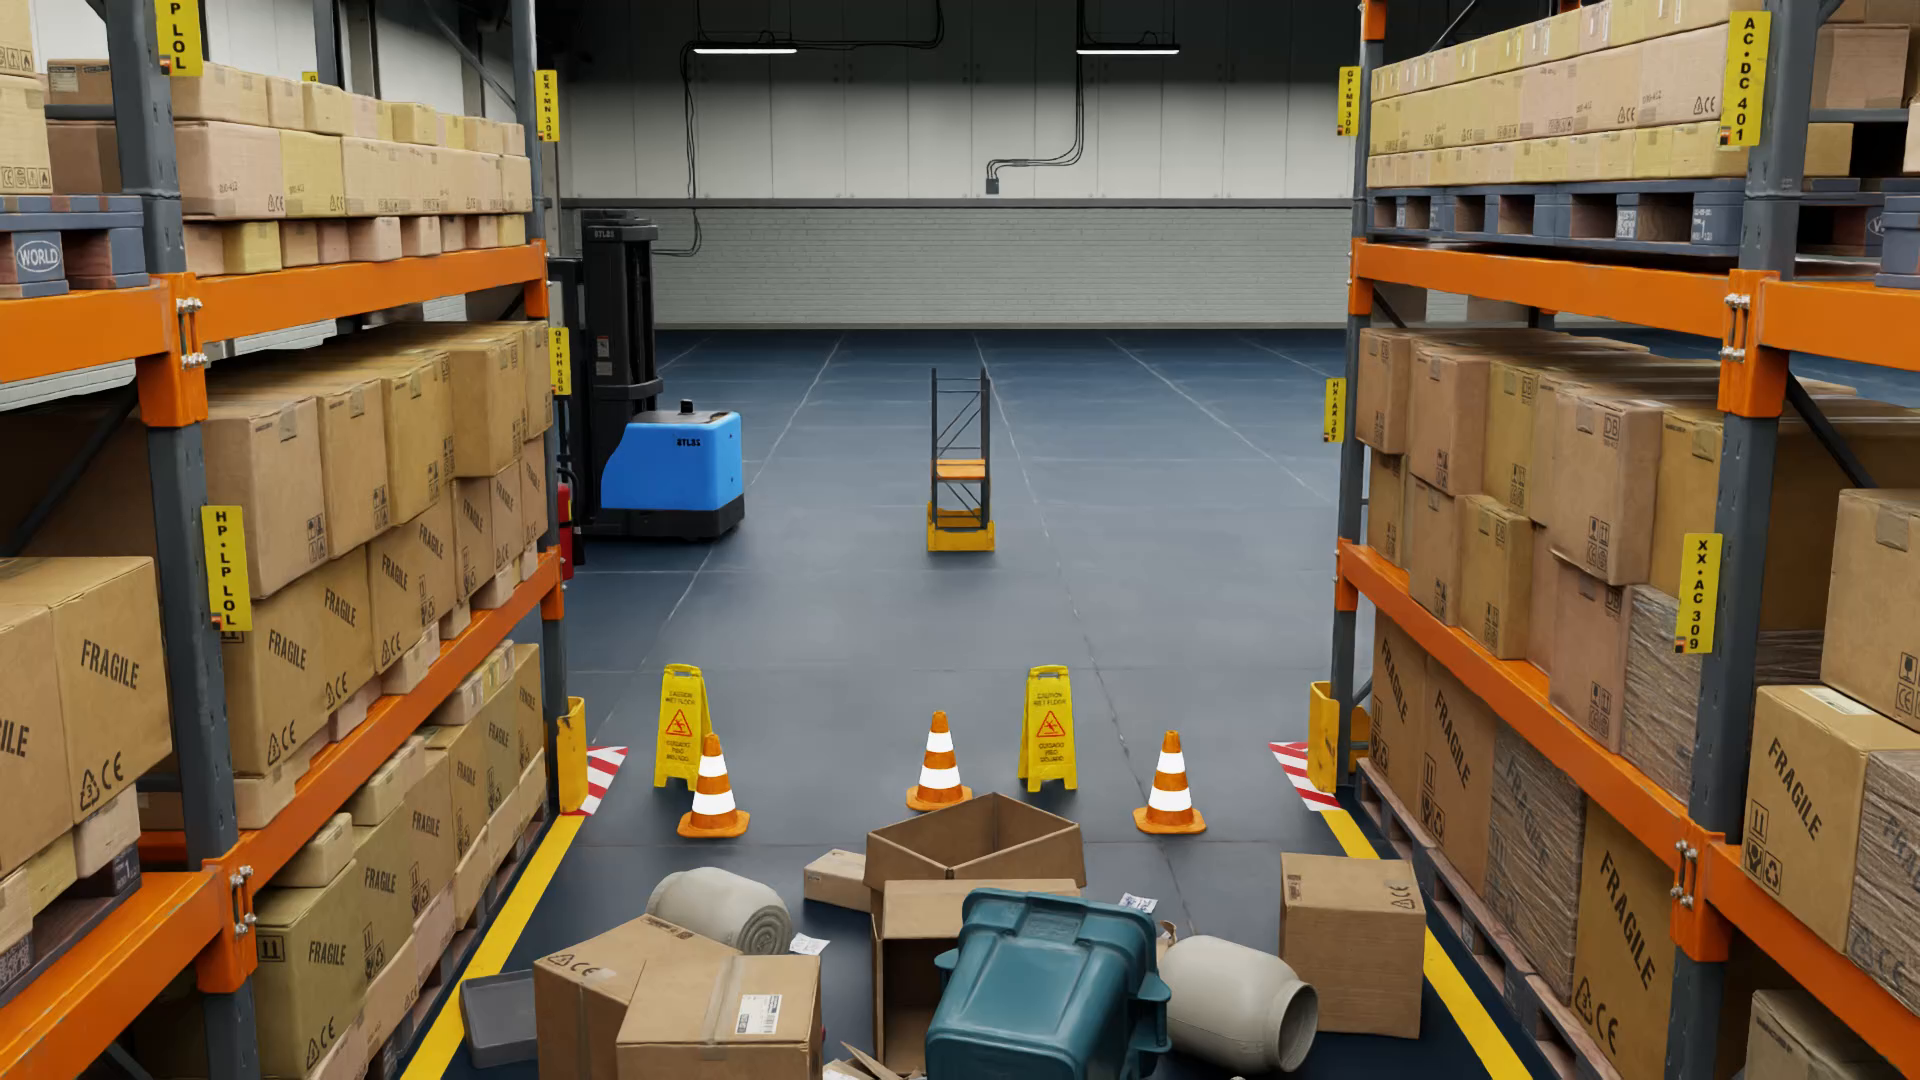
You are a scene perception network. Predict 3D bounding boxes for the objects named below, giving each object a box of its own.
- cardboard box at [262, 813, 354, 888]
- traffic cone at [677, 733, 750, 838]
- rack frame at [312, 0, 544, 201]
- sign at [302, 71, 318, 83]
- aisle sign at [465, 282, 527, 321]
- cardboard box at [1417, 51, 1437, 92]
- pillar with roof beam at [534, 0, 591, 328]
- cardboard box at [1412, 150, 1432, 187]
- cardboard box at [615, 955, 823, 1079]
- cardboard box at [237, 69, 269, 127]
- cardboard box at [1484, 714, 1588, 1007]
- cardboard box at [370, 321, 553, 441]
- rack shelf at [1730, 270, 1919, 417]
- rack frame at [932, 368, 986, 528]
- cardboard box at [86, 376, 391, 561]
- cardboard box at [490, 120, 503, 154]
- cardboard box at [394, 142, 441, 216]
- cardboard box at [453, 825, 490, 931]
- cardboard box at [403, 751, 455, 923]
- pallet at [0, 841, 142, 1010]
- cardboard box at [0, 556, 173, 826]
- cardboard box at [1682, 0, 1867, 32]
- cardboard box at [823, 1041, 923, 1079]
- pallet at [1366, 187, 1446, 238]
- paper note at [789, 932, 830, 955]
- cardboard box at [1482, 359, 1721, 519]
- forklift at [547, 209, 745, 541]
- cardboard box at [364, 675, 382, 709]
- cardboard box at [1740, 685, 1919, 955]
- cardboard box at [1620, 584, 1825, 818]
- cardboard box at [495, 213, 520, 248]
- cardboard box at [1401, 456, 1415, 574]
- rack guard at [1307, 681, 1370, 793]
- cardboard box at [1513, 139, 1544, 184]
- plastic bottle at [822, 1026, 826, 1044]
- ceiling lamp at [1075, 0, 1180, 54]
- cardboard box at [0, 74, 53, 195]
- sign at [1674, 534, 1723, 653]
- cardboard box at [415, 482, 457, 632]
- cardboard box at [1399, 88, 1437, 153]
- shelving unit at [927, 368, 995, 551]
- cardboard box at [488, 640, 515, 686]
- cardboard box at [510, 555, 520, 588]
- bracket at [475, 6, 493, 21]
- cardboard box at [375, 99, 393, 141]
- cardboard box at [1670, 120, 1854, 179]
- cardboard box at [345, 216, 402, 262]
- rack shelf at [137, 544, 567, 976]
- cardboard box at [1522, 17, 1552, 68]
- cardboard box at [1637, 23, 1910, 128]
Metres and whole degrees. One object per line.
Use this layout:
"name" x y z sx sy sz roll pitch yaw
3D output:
"cardboard box" -2.109 0.957 5.140 0.380 0.149 0.250 0 11 0
"traffic cone" -1.208 1.172 8.117 0.336 0.463 0.334 0 11 -1
"rack frame" -2.507 -3.091 7.663 1.000 3.000 0.127 0 11 -1
"sign" -3.049 -2.047 7.863 0.100 0.325 0.005 0 11 -1
"aisle sign" -2.218 -1.439 8.068 0.394 0.787 0.004 0 11 -1
"cardboard box" 2.143 -1.965 6.977 0.380 0.149 0.250 0 11 -1
"pillar with roof beam" -4.672 -8.909 36.340 9.100 9.000 0.548 0 11 -1
"cardboard box" 2.143 -1.573 7.048 0.380 0.149 0.250 0 11 -1
"cardboard box" -0.645 1.485 4.579 0.500 0.500 0.500 0 11 -1
"cardboard box" -2.139 -1.209 4.557 0.380 0.149 0.250 0 11 1
"cardboard box" 2.557 1.135 6.210 0.875 0.875 0.875 0 11 -1
"cardboard box" -2.278 -0.735 7.625 0.700 0.500 0.500 -1 11 -3
"rack shelf" 2.564 -0.116 2.353 1.077 0.370 4.000 0 11 -1
"rack frame" -0.012 -0.853 15.492 0.500 1.500 0.032 0 11 -1
"cardboard box" -2.205 -0.231 5.138 0.700 0.500 0.500 0 11 -1
"cardboard box" -2.238 -1.771 7.328 0.380 0.149 0.250 0 11 0
"cardboard box" -2.189 -1.289 5.955 0.500 0.250 0.500 0 11 -1
"cardboard box" -2.202 1.357 6.684 0.500 0.250 0.500 -1 11 -3
"cardboard box" -2.198 1.090 6.113 0.500 0.500 0.500 0 11 2
"pallet" -2.554 0.891 3.608 1.003 0.211 1.213 0 11 -1
"cardboard box" -2.185 0.334 3.811 0.500 0.500 0.500 0 11 -2
"cardboard box" 2.197 -1.460 4.487 0.380 0.149 0.250 0 11 -2
"cardboard box" -0.295 1.813 5.454 0.258 0.266 0.396 -10 15 -40
"pallet" 2.466 -1.471 7.443 1.003 0.211 1.213 0 11 -1
"paper note" -0.629 1.659 6.835 0.148 0.019 0.142 4 12 18
"cardboard box" 2.529 -0.395 6.367 0.875 0.550 0.500 0 11 -1
"forklift" -3.598 -1.533 15.245 3.031 2.935 1.130 2 12 8
"cardboard box" -2.210 0.498 5.690 0.380 0.149 0.250 0 11 -1
"cardboard box" 2.265 0.660 4.009 0.500 0.500 0.500 0 11 -1
"cardboard box" 2.503 0.457 4.886 0.875 0.550 0.550 0 11 -1
"cardboard box" -2.182 -1.379 7.399 0.380 0.149 0.250 0 11 -1
"cardboard box" 2.526 -0.082 7.543 0.875 0.550 0.550 0 11 -1
"rack guard" 2.440 1.029 8.731 1.175 0.500 0.348 0 11 -1
"cardboard box" 2.168 -1.322 5.813 0.380 0.149 0.250 0 11 -2
"plastic bottle" -0.576 1.820 5.935 0.133 0.061 0.283 2 12 9
"ceiling lamp" 3.241 -11.034 32.133 2.000 3.185 0.800 0 11 -1
"cardboard box" -2.267 -0.843 3.446 0.500 0.250 0.500 0 11 -2
"sign" 1.968 0.143 4.433 0.100 0.325 0.005 0 11 -1
"cardboard box" -2.216 0.061 6.216 0.500 0.500 0.500 0 11 0
"cardboard box" 2.205 -1.791 7.119 0.500 0.250 0.500 0 11 -2
"shelving unit" -0.002 -0.750 14.985 0.587 1.500 1.083 0 11 -1
"cardboard box" -2.155 0.536 7.214 0.380 0.149 0.250 0 11 0
"cardboard box" -2.185 0.146 7.425 0.380 0.149 0.250 0 11 -2
"bracket" -8.488 -9.382 29.617 0.235 0.232 0.430 0 11 -1
"cardboard box" -2.219 -1.466 5.825 0.380 0.149 0.250 0 11 0
"cardboard box" 2.196 -1.069 4.565 0.380 0.149 0.250 0 11 -1
"cardboard box" -2.124 -1.023 5.642 0.380 0.149 0.250 0 11 -2
"rack shelf" -2.465 0.599 6.372 1.077 0.370 4.000 0 11 -1
"cardboard box" 2.171 -1.711 5.724 0.380 0.149 0.250 0 11 -2
"cardboard box" 2.256 -1.290 4.652 0.500 0.250 0.500 0 11 -2
